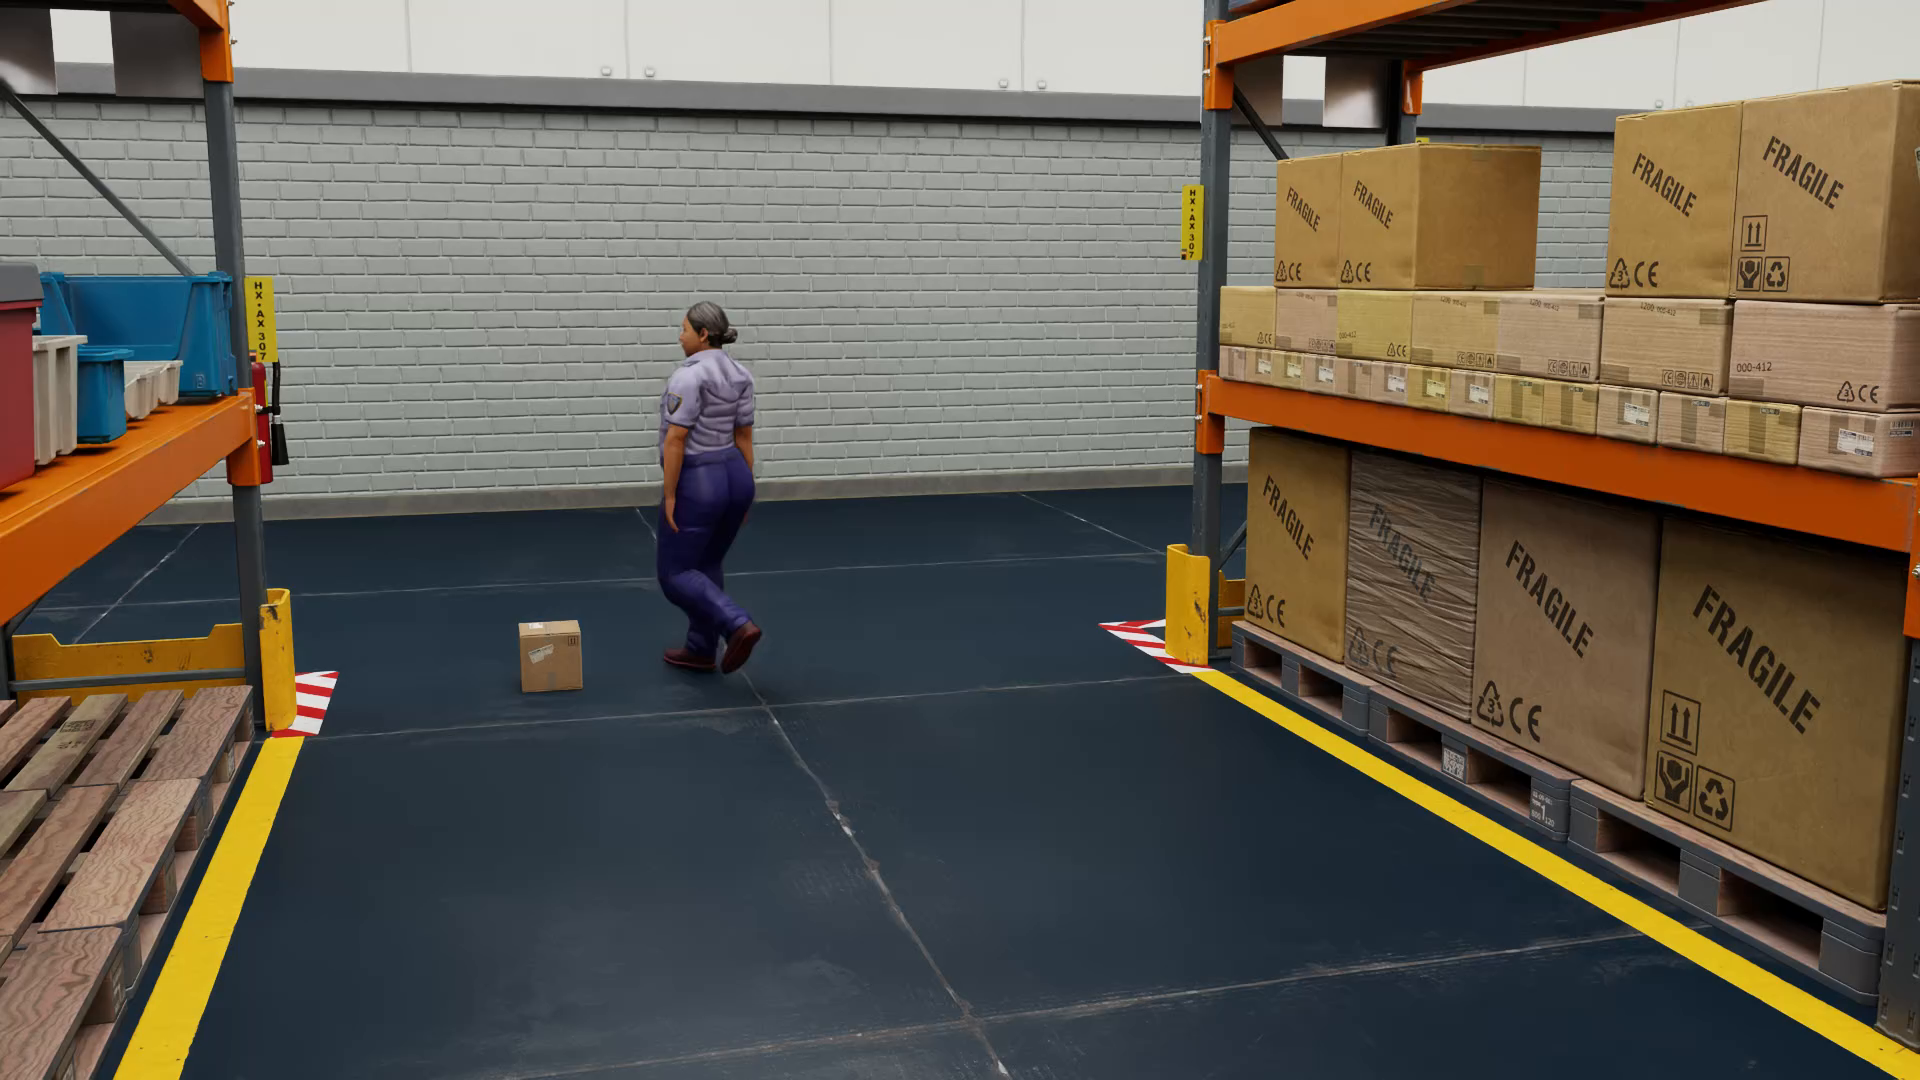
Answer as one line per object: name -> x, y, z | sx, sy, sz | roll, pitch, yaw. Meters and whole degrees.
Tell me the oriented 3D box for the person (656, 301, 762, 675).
person -> -1.084, -0.206, 7.130 | 0.748, 1.622, 0.492 | 6, 11, 33
